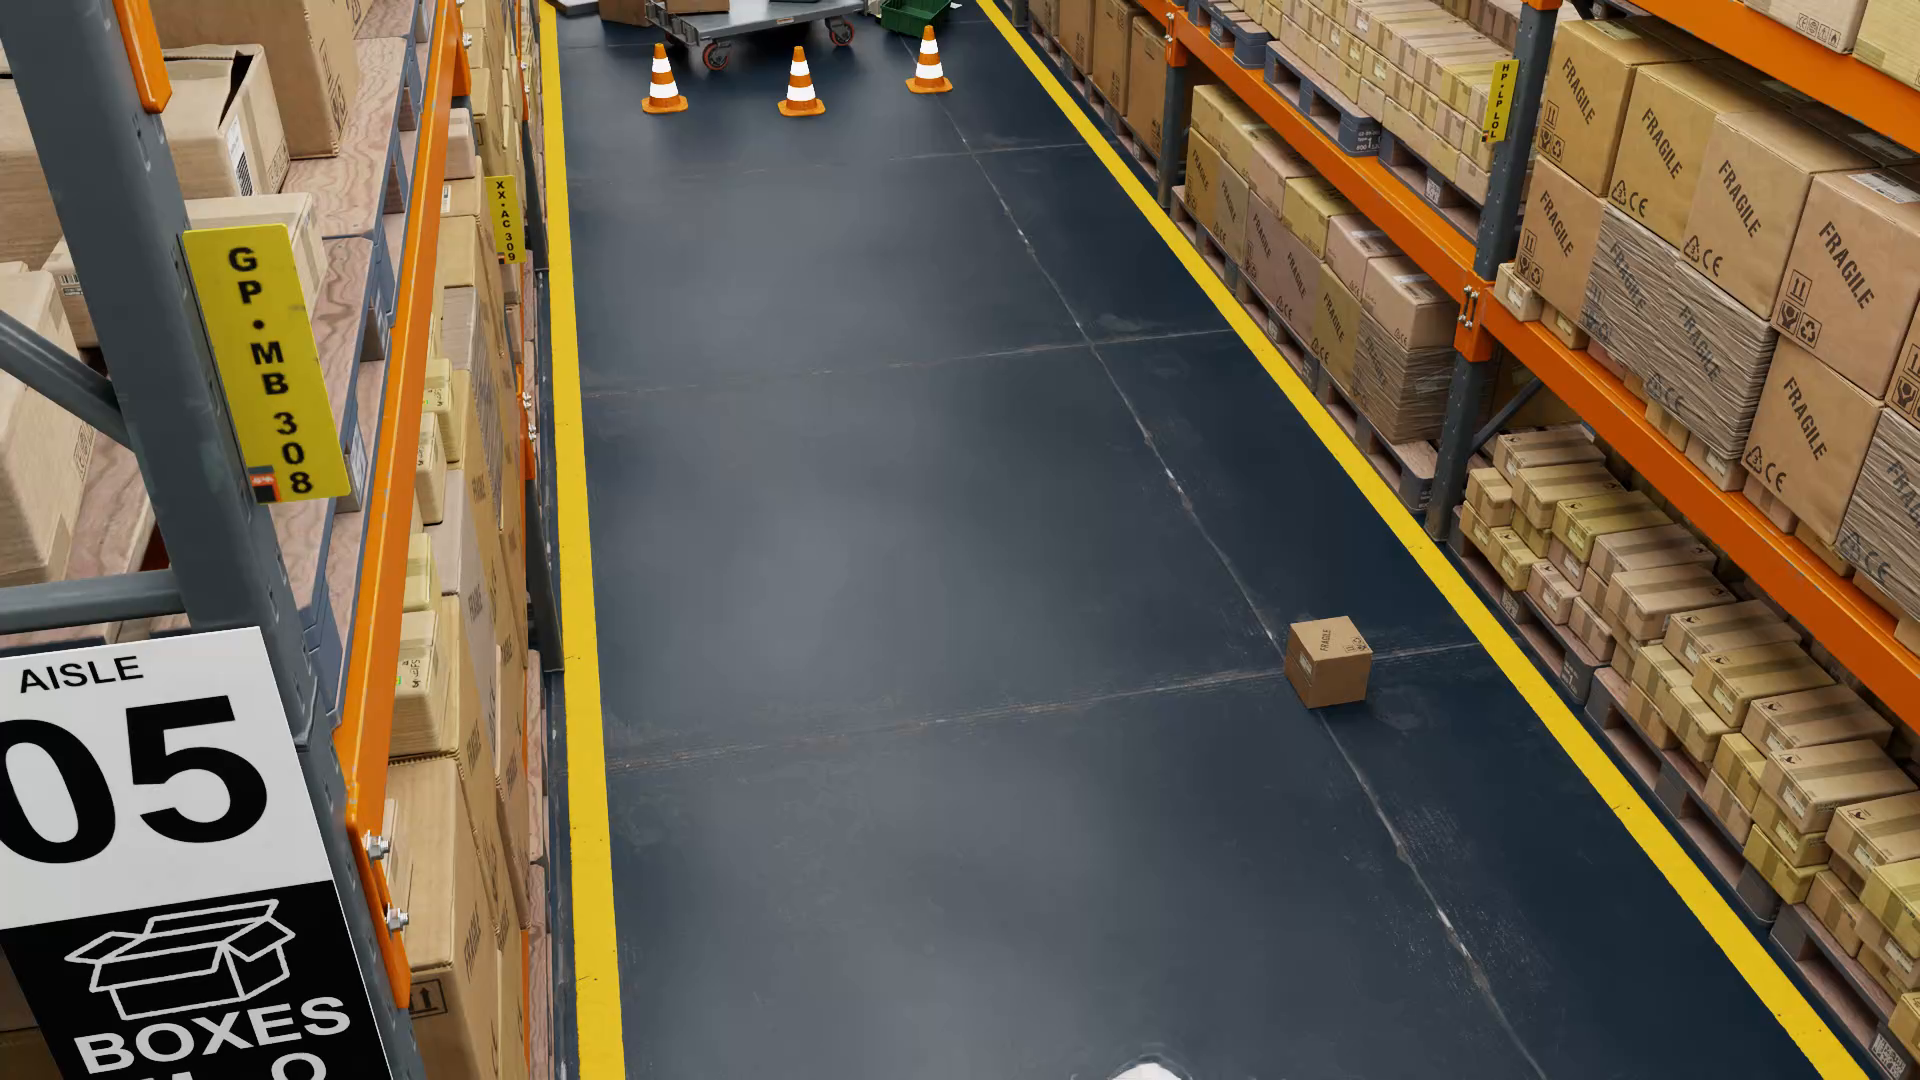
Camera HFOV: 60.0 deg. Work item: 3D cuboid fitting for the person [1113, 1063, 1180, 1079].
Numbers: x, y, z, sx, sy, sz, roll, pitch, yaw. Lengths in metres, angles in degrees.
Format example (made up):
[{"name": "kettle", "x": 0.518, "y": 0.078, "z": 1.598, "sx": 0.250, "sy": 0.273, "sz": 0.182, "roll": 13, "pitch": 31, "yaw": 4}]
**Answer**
[{"name": "person", "x": 0.362, "y": 1.795, "z": 3.477, "sx": 0.600, "sy": 1.744, "sz": 1.018, "roll": 6, "pitch": 35, "yaw": 9}]
